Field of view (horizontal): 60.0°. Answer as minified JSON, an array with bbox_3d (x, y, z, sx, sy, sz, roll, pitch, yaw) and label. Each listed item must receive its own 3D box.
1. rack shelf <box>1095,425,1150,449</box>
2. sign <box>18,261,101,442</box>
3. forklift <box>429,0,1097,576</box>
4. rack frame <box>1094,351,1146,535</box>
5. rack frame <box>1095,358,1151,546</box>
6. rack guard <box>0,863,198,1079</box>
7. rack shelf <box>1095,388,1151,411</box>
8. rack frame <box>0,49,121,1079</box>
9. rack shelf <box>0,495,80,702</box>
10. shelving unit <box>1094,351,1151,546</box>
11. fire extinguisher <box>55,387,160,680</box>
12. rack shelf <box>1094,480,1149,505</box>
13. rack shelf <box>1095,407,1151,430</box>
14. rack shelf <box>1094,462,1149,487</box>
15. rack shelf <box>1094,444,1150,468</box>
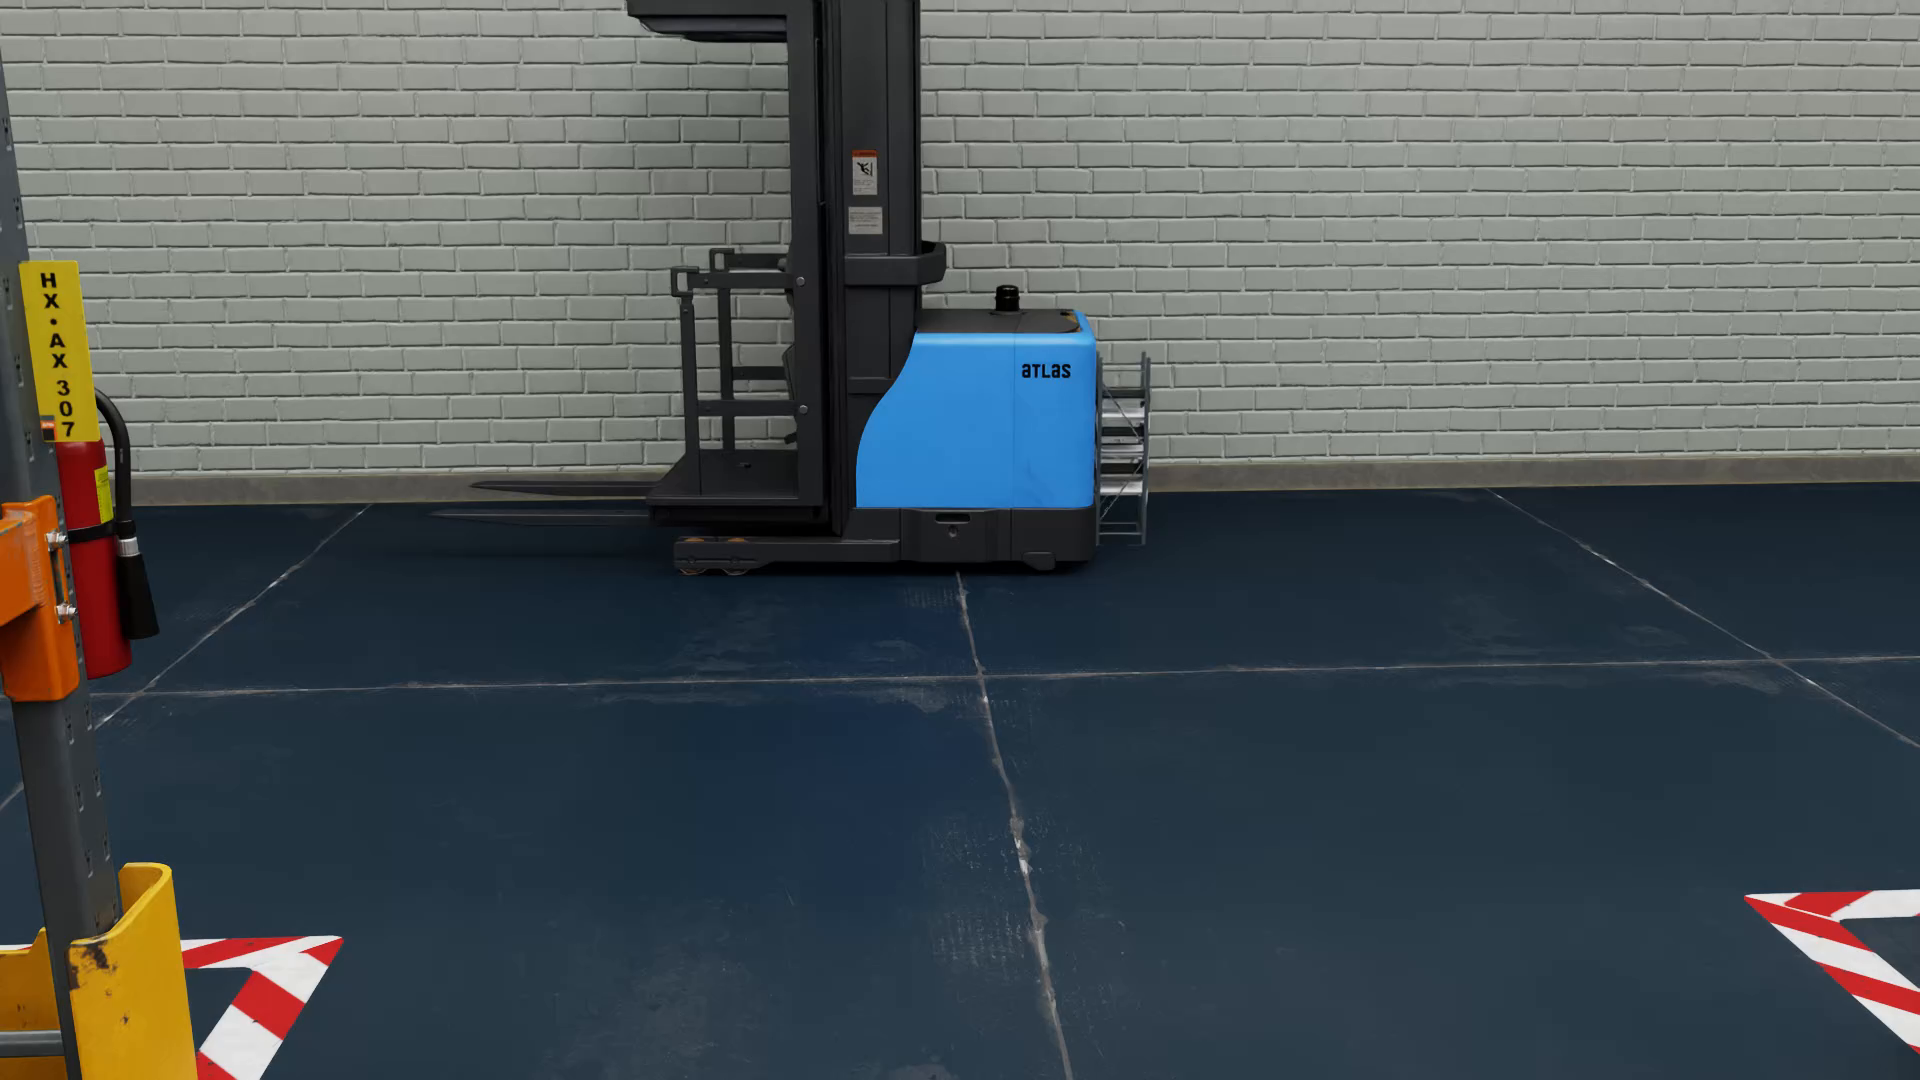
[{"bbox_3d":[0.762,-0.488,7.891,0.258,0.077,0.200,0,14,0],"label":"rack shelf"},{"bbox_3d":[-1.618,-0.337,2.990,0.100,0.325,0.005,-1,14,-3],"label":"sign"},{"bbox_3d":[-0.900,-1.392,7.555,3.031,2.935,1.130,0,14,1],"label":"forklift"},{"bbox_3d":[0.762,-0.459,8.004,0.240,0.900,0.006,0,14,0],"label":"rack frame"},{"bbox_3d":[0.762,-0.408,7.807,0.240,0.900,0.006,0,14,0],"label":"rack frame"},{"bbox_3d":[-2.181,0.959,3.296,1.175,0.500,0.348,-1,14,-3],"label":"rack guard"},{"bbox_3d":[0.762,-0.663,7.846,0.258,0.077,0.200,0,14,0],"label":"rack shelf"},{"bbox_3d":[-2.163,-0.246,2.962,0.949,2.616,0.053,-1,14,-3],"label":"rack frame"},{"bbox_3d":[-2.042,0.600,1.118,1.077,0.370,4.000,-1,14,-3],"label":"rack shelf"},{"bbox_3d":[0.762,-0.433,7.905,0.258,0.900,0.210,0,14,0],"label":"shelving unit"},{"bbox_3d":[-1.722,-0.072,3.191,0.296,0.674,0.183,-1,14,-3],"label":"fire extinguisher"},{"bbox_3d":[0.762,-0.227,7.958,0.258,0.077,0.200,0,14,0],"label":"rack shelf"},{"bbox_3d":[0.762,-0.576,7.869,0.258,0.077,0.200,0,14,0],"label":"rack shelf"},{"bbox_3d":[0.762,-0.314,7.936,0.258,0.077,0.200,0,14,0],"label":"rack shelf"},{"bbox_3d":[0.762,-0.401,7.913,0.258,0.077,0.200,0,14,0],"label":"rack shelf"}]
